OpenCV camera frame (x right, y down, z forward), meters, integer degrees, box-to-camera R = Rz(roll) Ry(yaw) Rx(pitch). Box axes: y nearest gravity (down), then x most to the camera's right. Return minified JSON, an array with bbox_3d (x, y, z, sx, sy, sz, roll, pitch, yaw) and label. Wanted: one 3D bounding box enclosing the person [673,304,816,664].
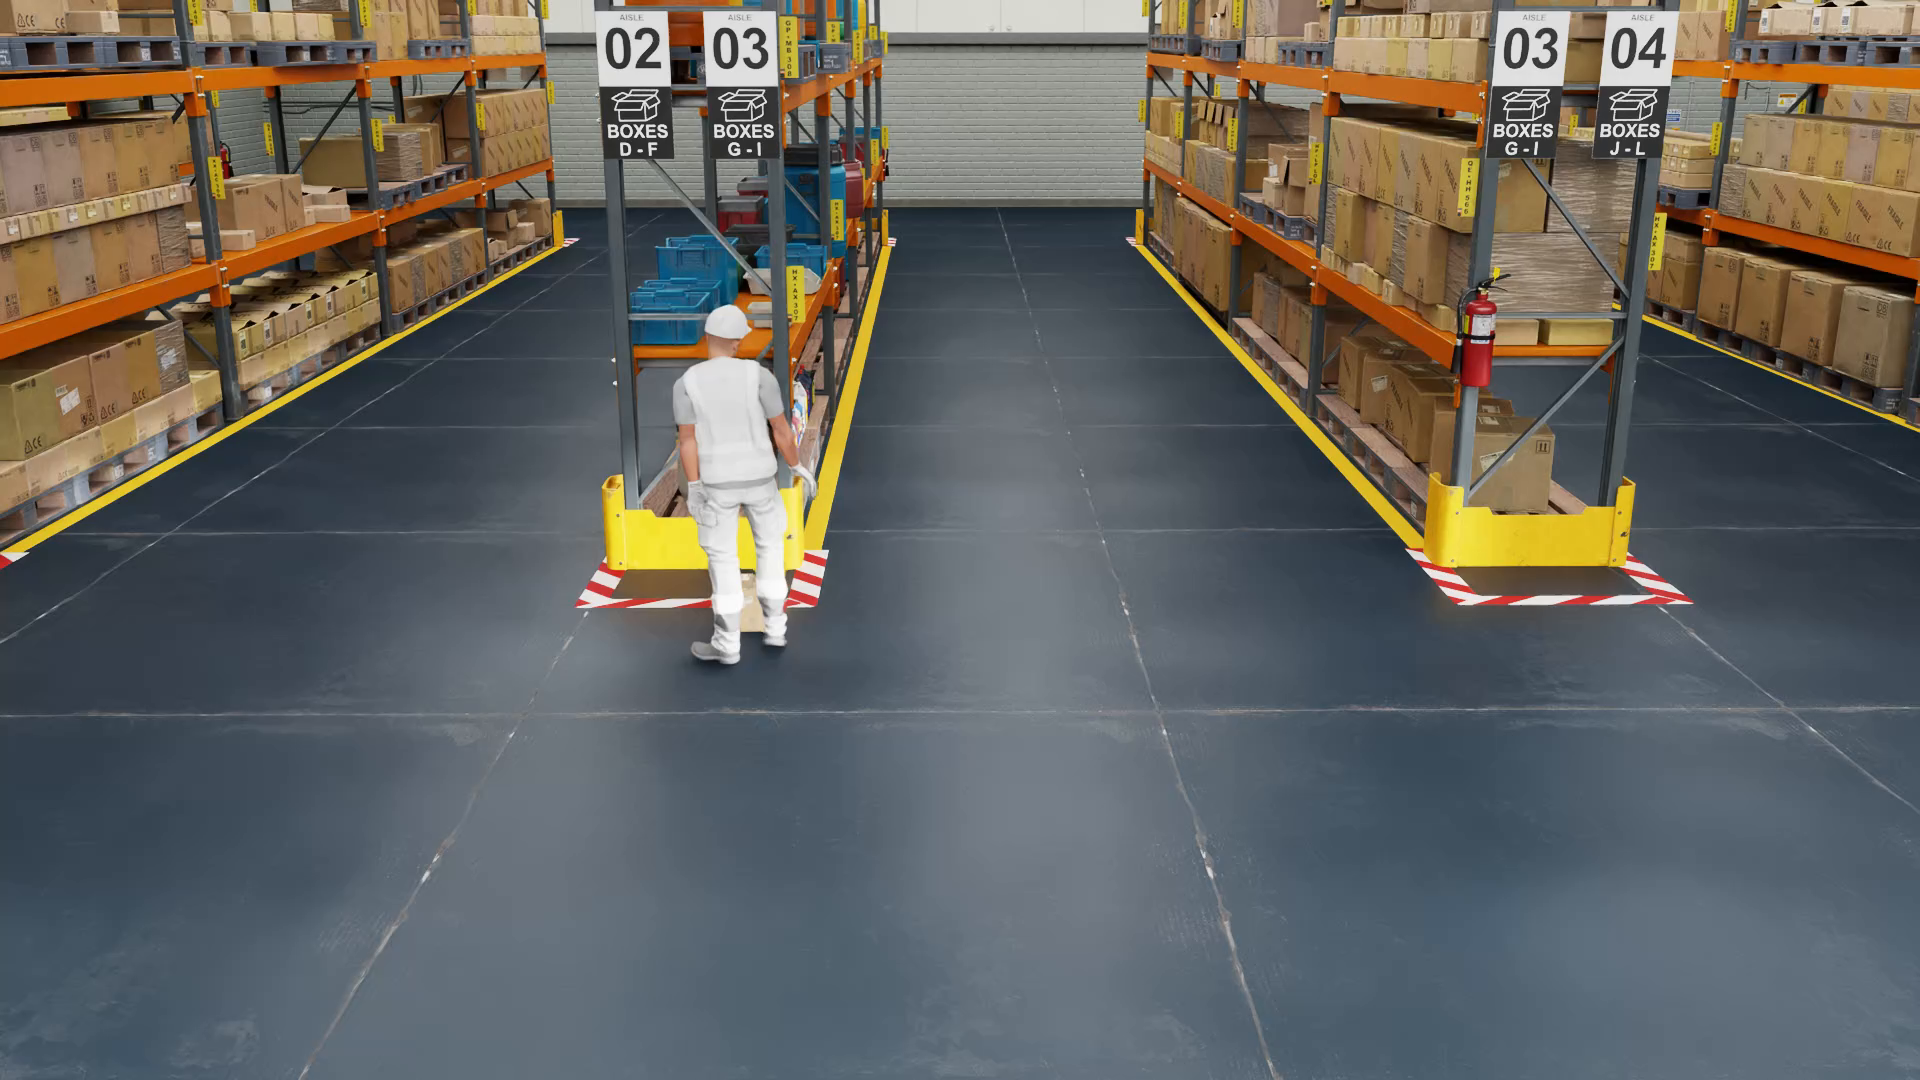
[{"bbox_3d":[-1.069,-0.275,8.350,0.703,1.815,0.427,-4,17,-13],"label":"person"}]
